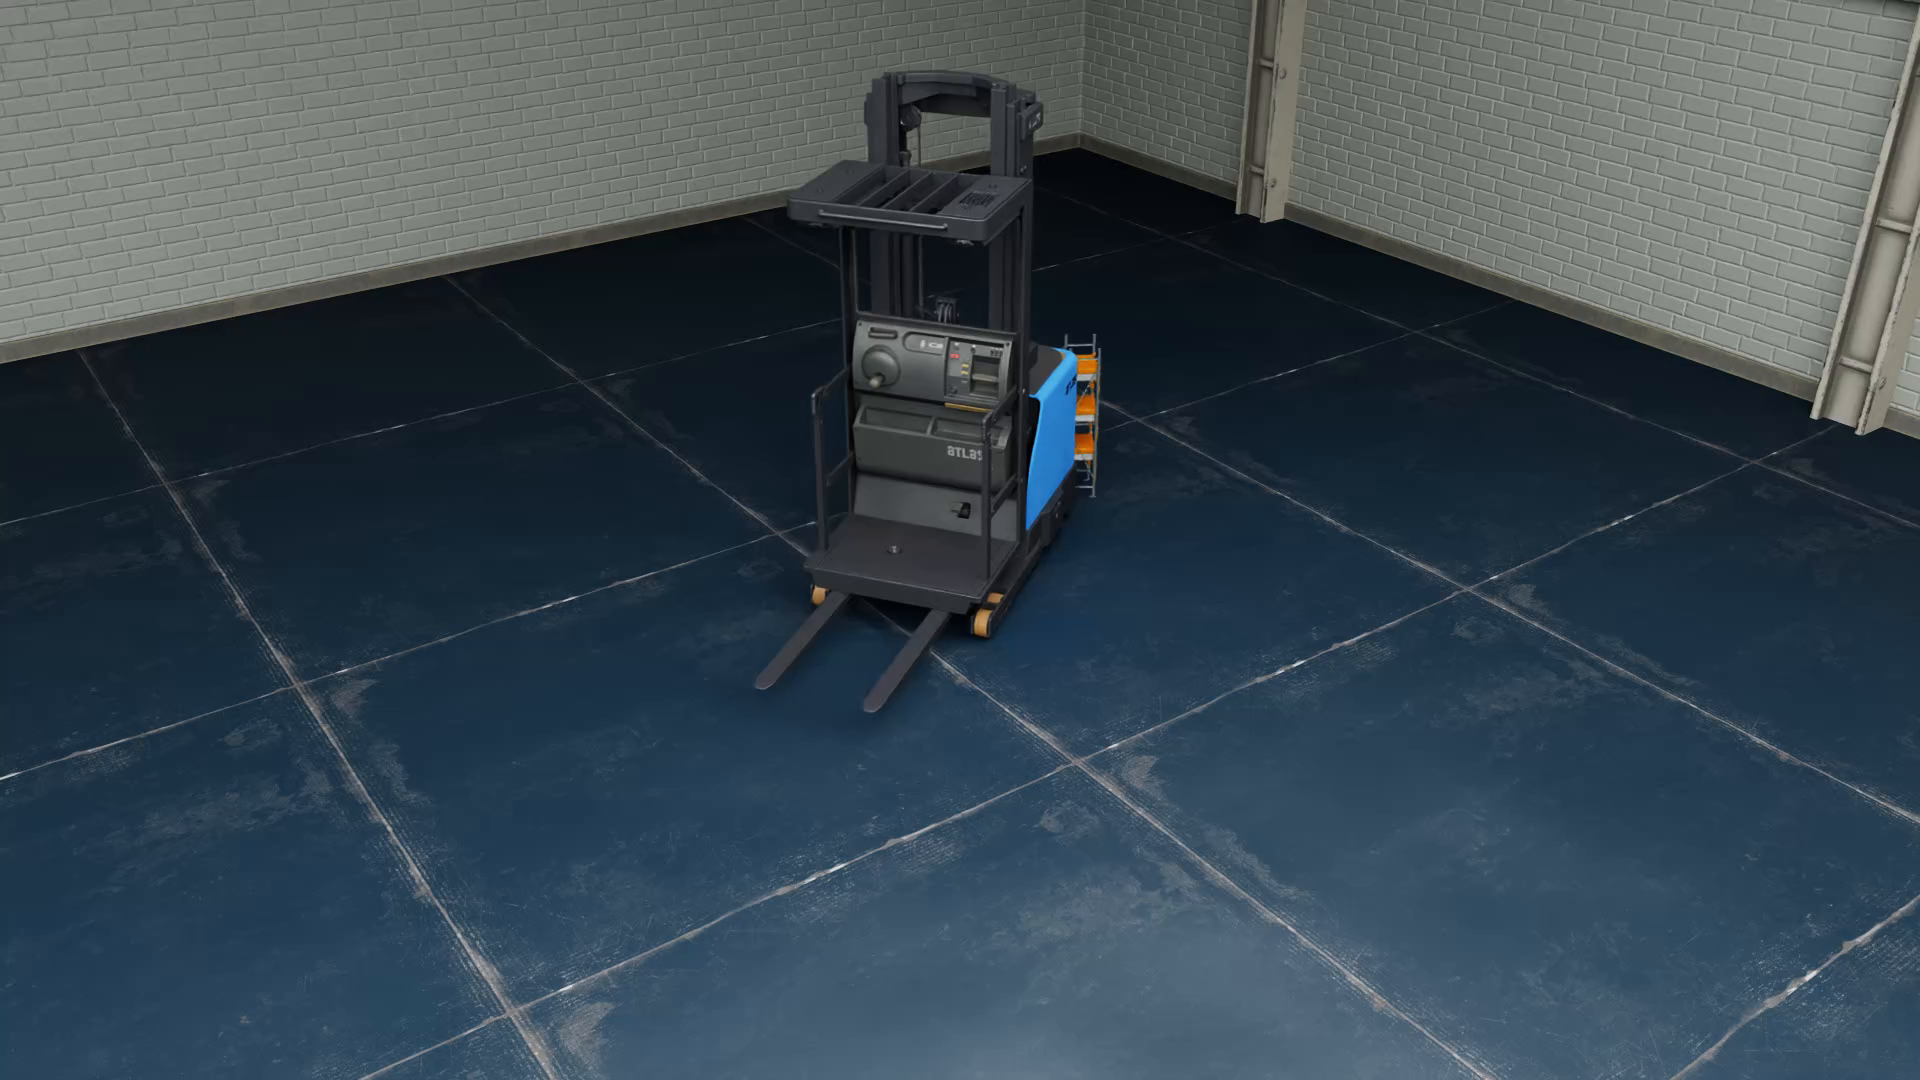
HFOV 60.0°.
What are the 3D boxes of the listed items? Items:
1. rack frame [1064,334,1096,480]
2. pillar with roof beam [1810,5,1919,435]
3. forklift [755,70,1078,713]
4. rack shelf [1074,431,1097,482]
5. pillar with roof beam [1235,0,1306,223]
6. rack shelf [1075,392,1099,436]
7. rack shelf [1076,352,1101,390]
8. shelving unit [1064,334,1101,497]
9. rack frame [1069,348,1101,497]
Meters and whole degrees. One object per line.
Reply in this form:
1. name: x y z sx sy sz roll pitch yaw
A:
1. rack frame: 0.776 -0.864 10.967 0.200 1.050 0.008 -2 28 -3
2. pillar with roof beam: 2.928 -3.625 7.723 9.100 9.000 0.400 -19 34 -31
3. forklift: -0.231 -0.954 9.161 1.130 2.935 3.031 10 30 18
4. rack shelf: 0.784 -0.552 10.997 0.215 0.259 0.240 -2 28 -3
5. pillar with roof beam: -0.552 -5.958 12.018 9.100 9.000 0.400 -19 34 -31
6. rack shelf: 0.784 -0.797 10.865 0.215 0.259 0.240 -2 28 -3
7. rack shelf: 0.784 -1.046 10.730 0.215 0.259 0.240 -2 28 -3
8. shelving unit: 0.784 -0.806 10.860 0.215 1.050 0.252 -2 28 -3
9. rack frame: 0.791 -0.748 10.753 0.200 1.050 0.008 -2 28 -3
